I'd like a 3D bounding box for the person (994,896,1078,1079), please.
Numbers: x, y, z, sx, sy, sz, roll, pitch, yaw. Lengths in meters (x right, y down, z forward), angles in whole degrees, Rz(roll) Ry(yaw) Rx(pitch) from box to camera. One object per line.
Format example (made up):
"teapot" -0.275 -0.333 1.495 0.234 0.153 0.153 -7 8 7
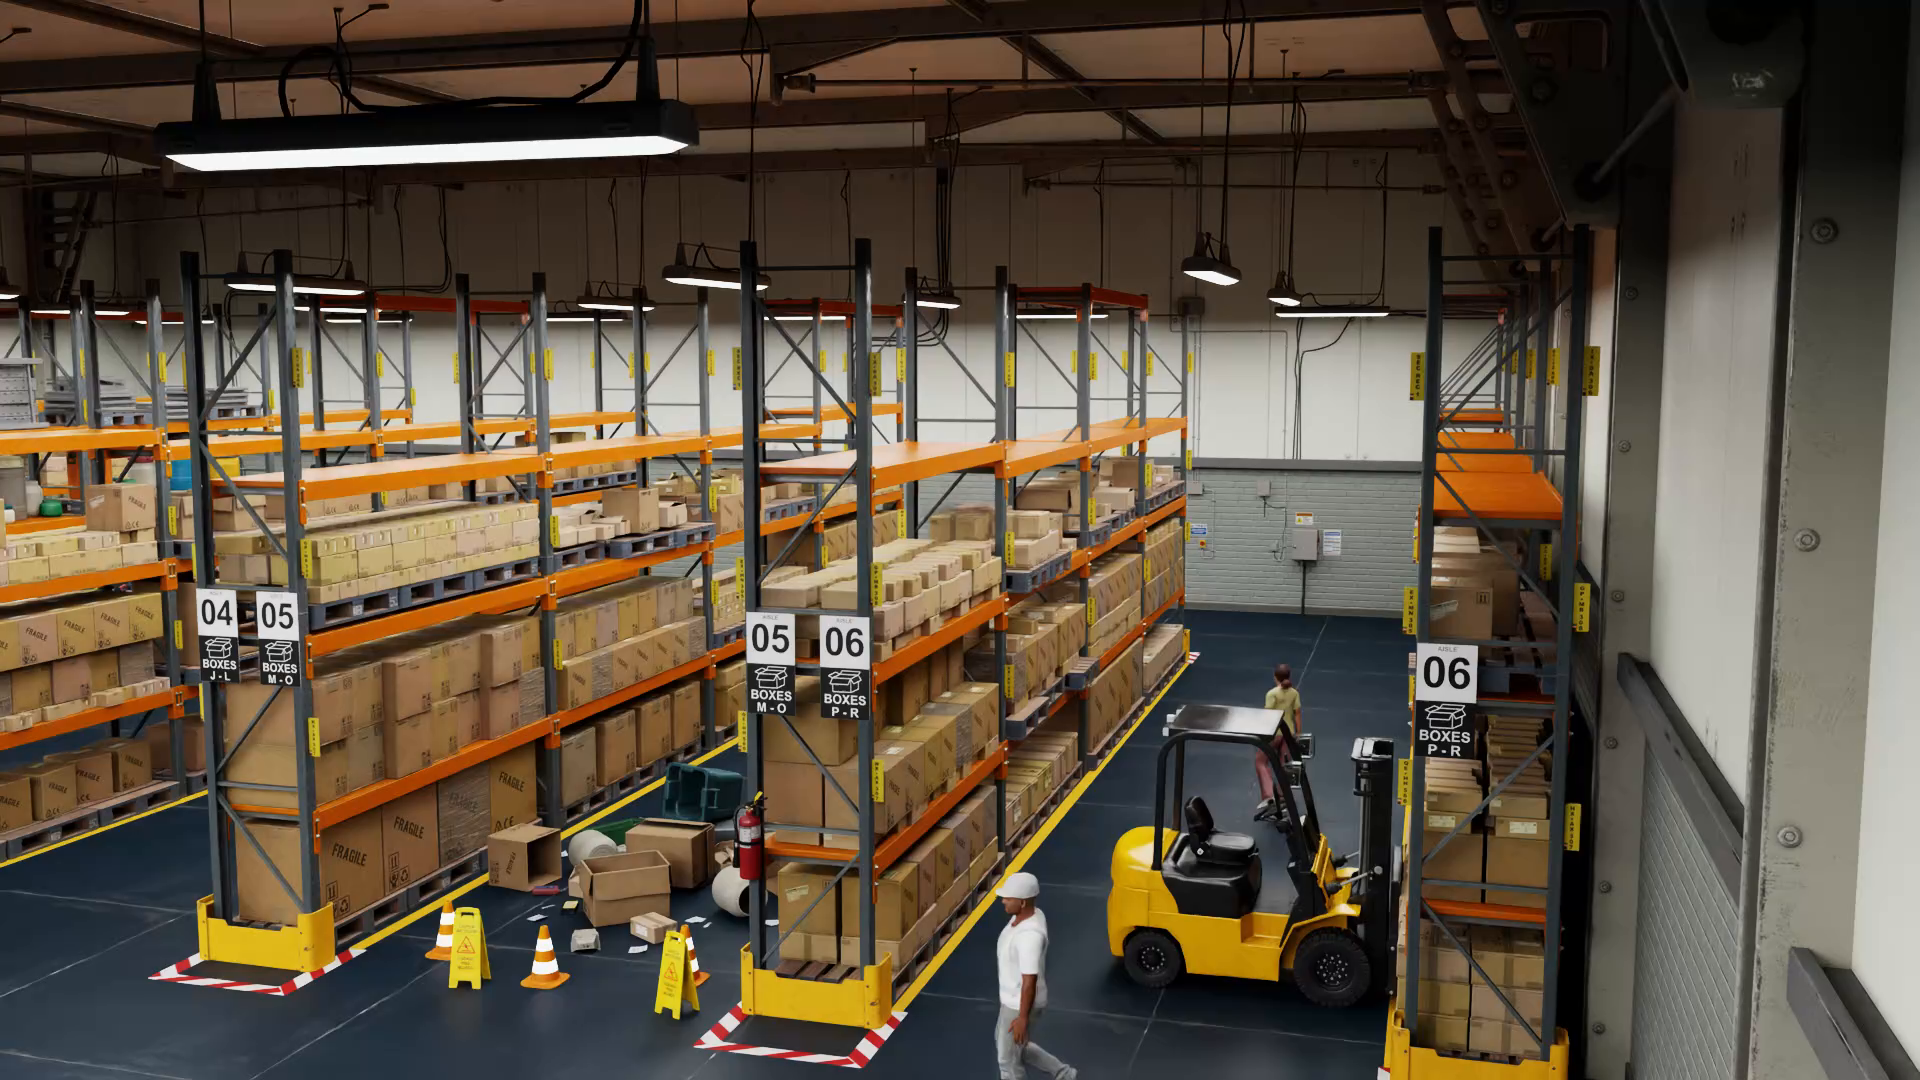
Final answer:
"person" 0.457 3.077 11.040 0.671 1.721 0.621 0 6 2

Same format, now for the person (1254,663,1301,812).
"person" 3.618 2.238 18.841 0.491 1.681 0.399 -2 7 -15
